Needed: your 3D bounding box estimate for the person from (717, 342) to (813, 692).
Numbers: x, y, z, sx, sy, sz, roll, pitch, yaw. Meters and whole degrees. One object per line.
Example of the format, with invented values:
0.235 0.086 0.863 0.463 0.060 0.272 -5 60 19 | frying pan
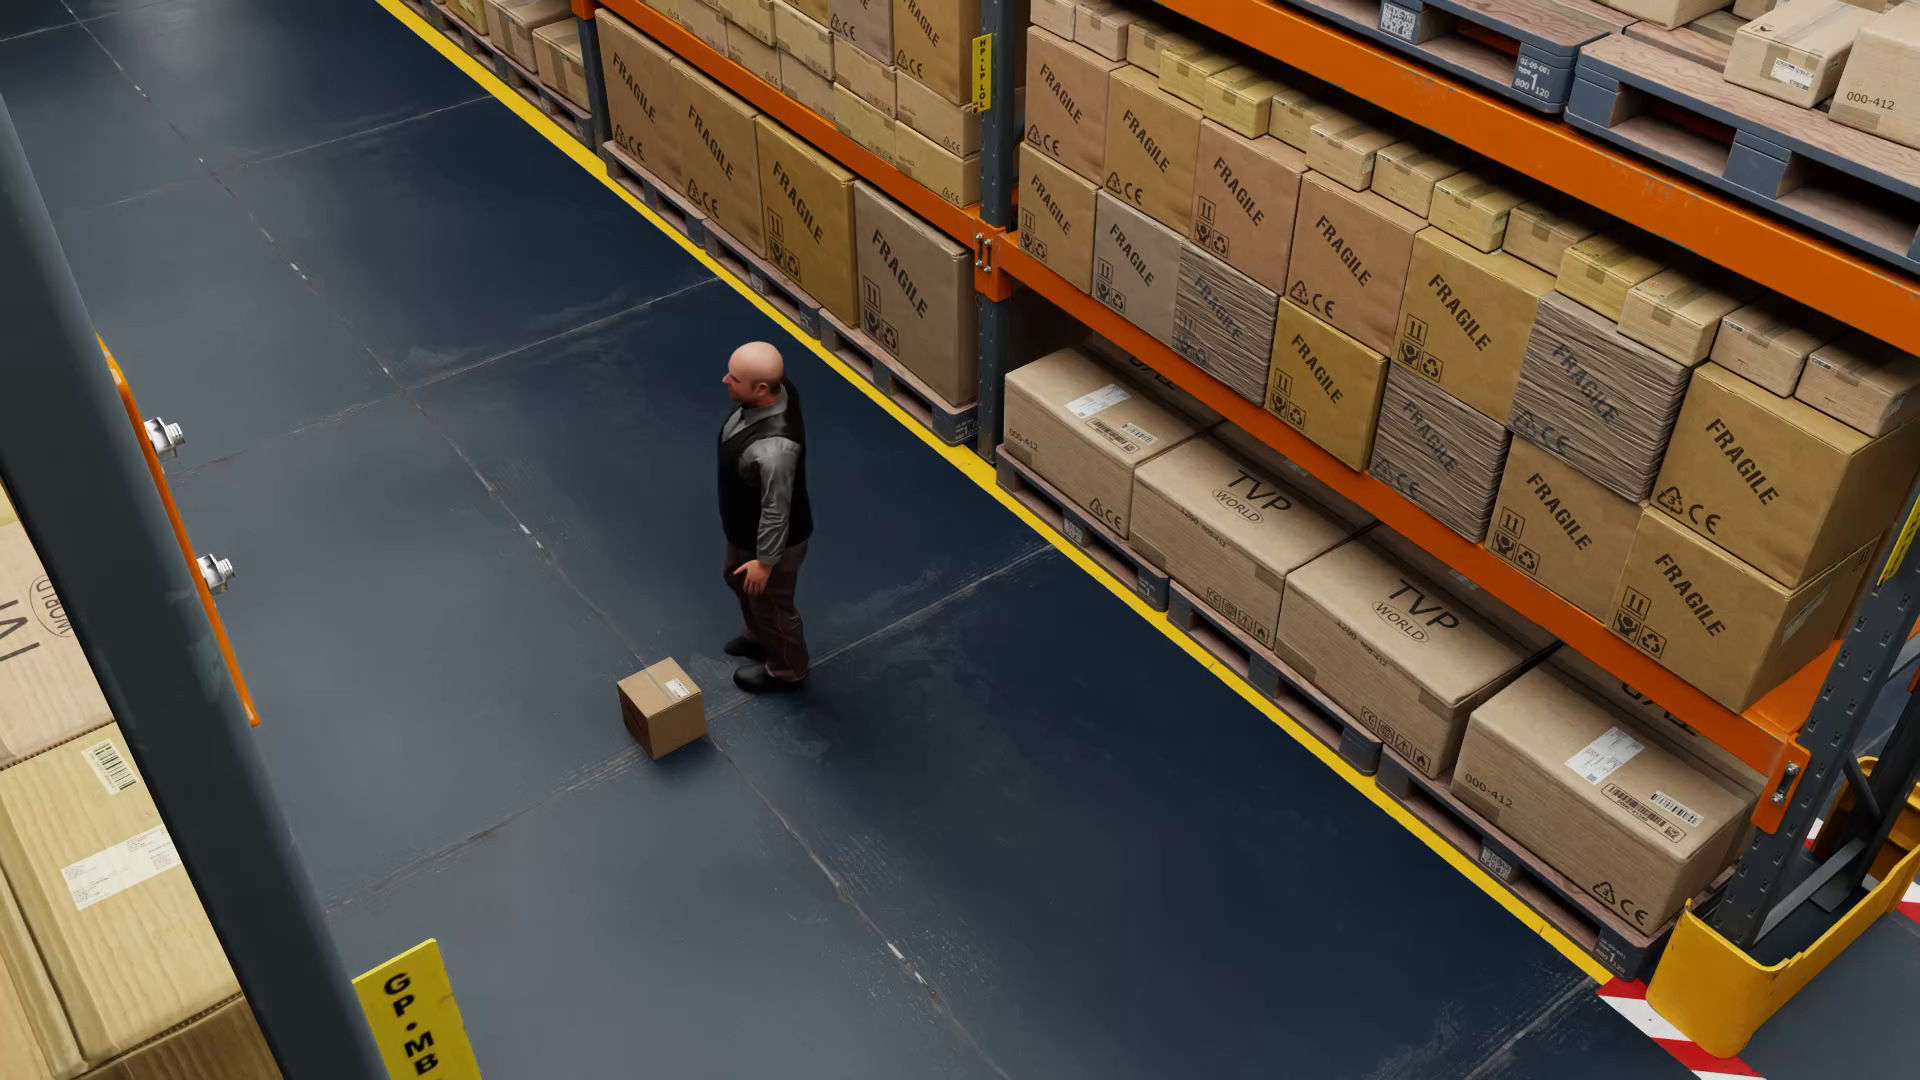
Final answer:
-0.789 -0.040 6.512 0.415 1.778 0.611 -7 41 -8 | person
